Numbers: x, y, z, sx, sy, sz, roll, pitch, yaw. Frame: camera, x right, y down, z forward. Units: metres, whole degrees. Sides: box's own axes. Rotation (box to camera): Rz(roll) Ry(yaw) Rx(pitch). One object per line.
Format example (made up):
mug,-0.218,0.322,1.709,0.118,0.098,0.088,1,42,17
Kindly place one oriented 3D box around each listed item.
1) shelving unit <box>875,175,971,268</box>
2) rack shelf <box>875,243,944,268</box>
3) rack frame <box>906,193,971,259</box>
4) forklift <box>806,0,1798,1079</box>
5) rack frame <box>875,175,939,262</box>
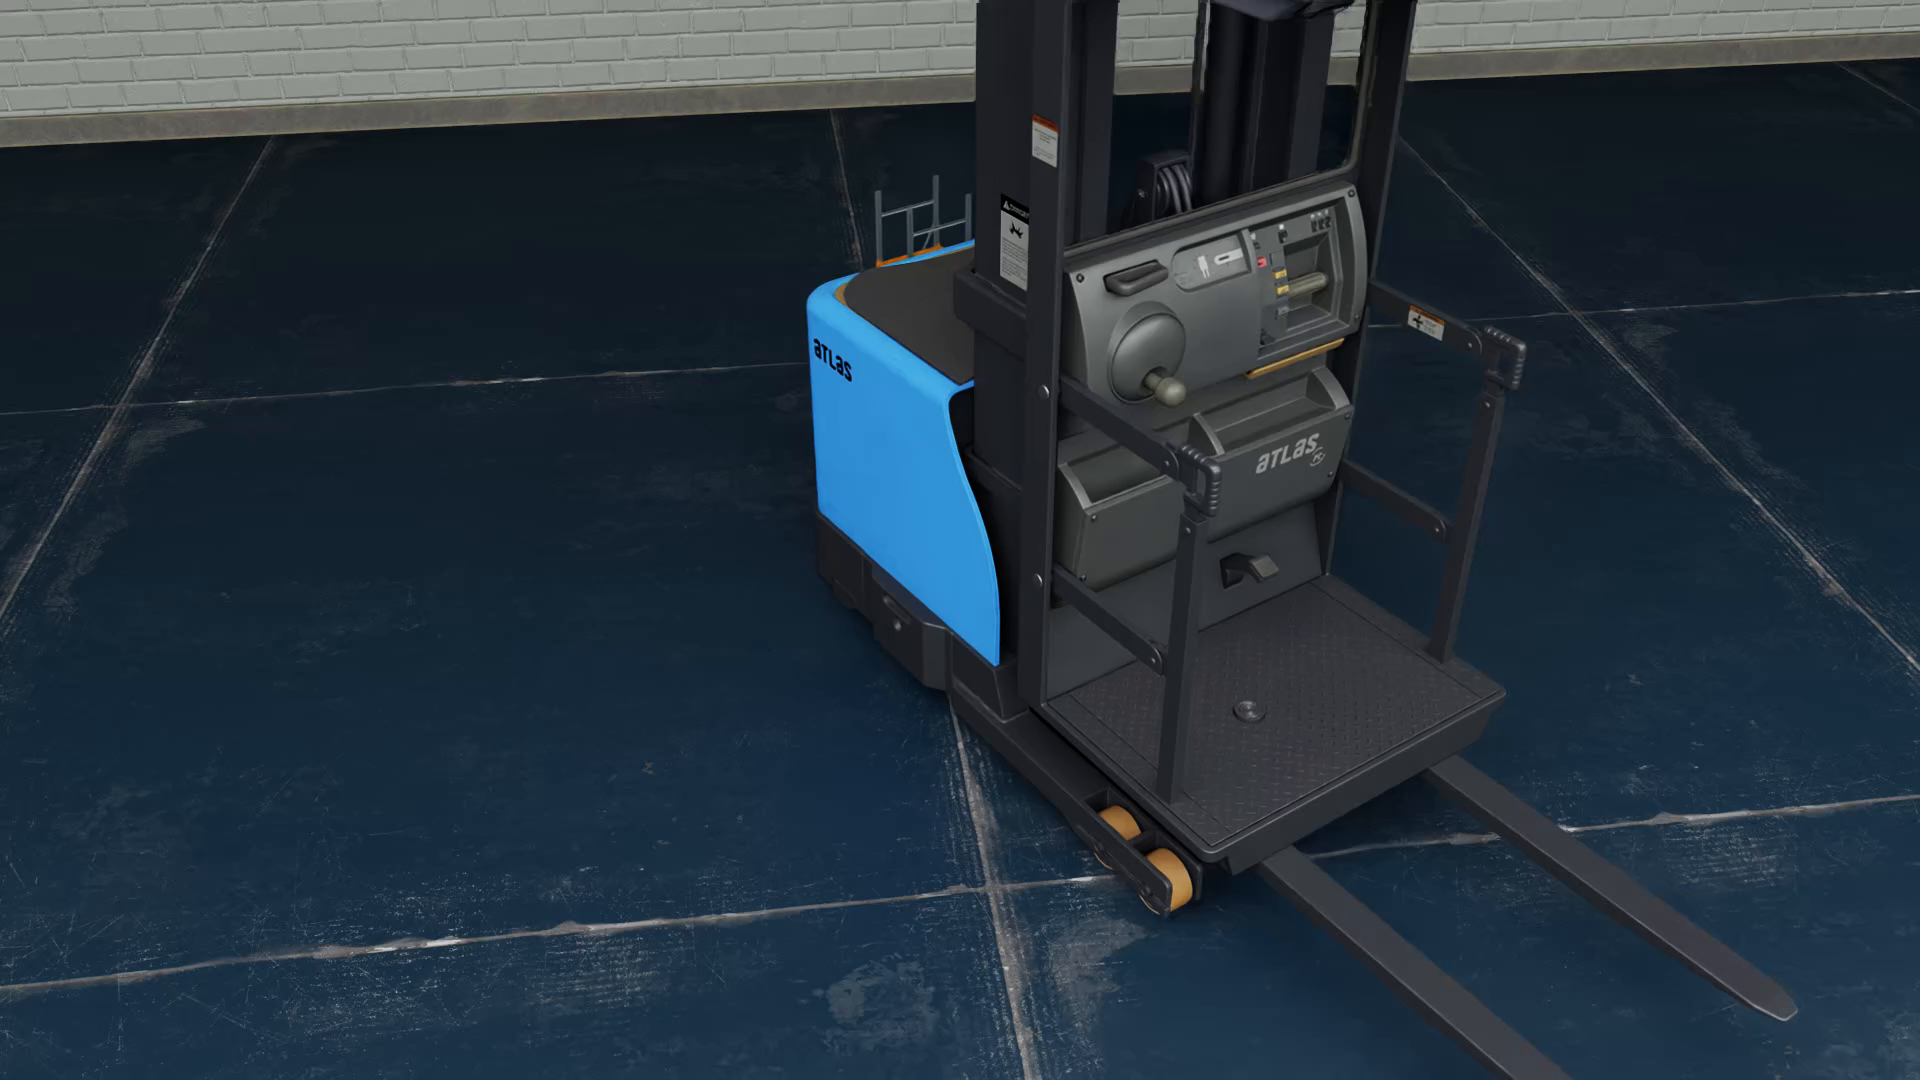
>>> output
shelving unit,-0.116,-0.594,5.556,0.258,1.200,0.189,-21,40,-28
rack shelf,-0.116,-0.855,5.378,0.258,0.103,0.180,-21,40,-28
rack frame,-0.064,-0.551,5.494,0.240,1.200,0.006,-21,40,-28
forklift,0.776,-0.551,3.956,1.130,2.935,3.031,-21,40,-28
rack frame,-0.168,-0.636,5.618,0.240,1.200,0.006,-21,40,-28
